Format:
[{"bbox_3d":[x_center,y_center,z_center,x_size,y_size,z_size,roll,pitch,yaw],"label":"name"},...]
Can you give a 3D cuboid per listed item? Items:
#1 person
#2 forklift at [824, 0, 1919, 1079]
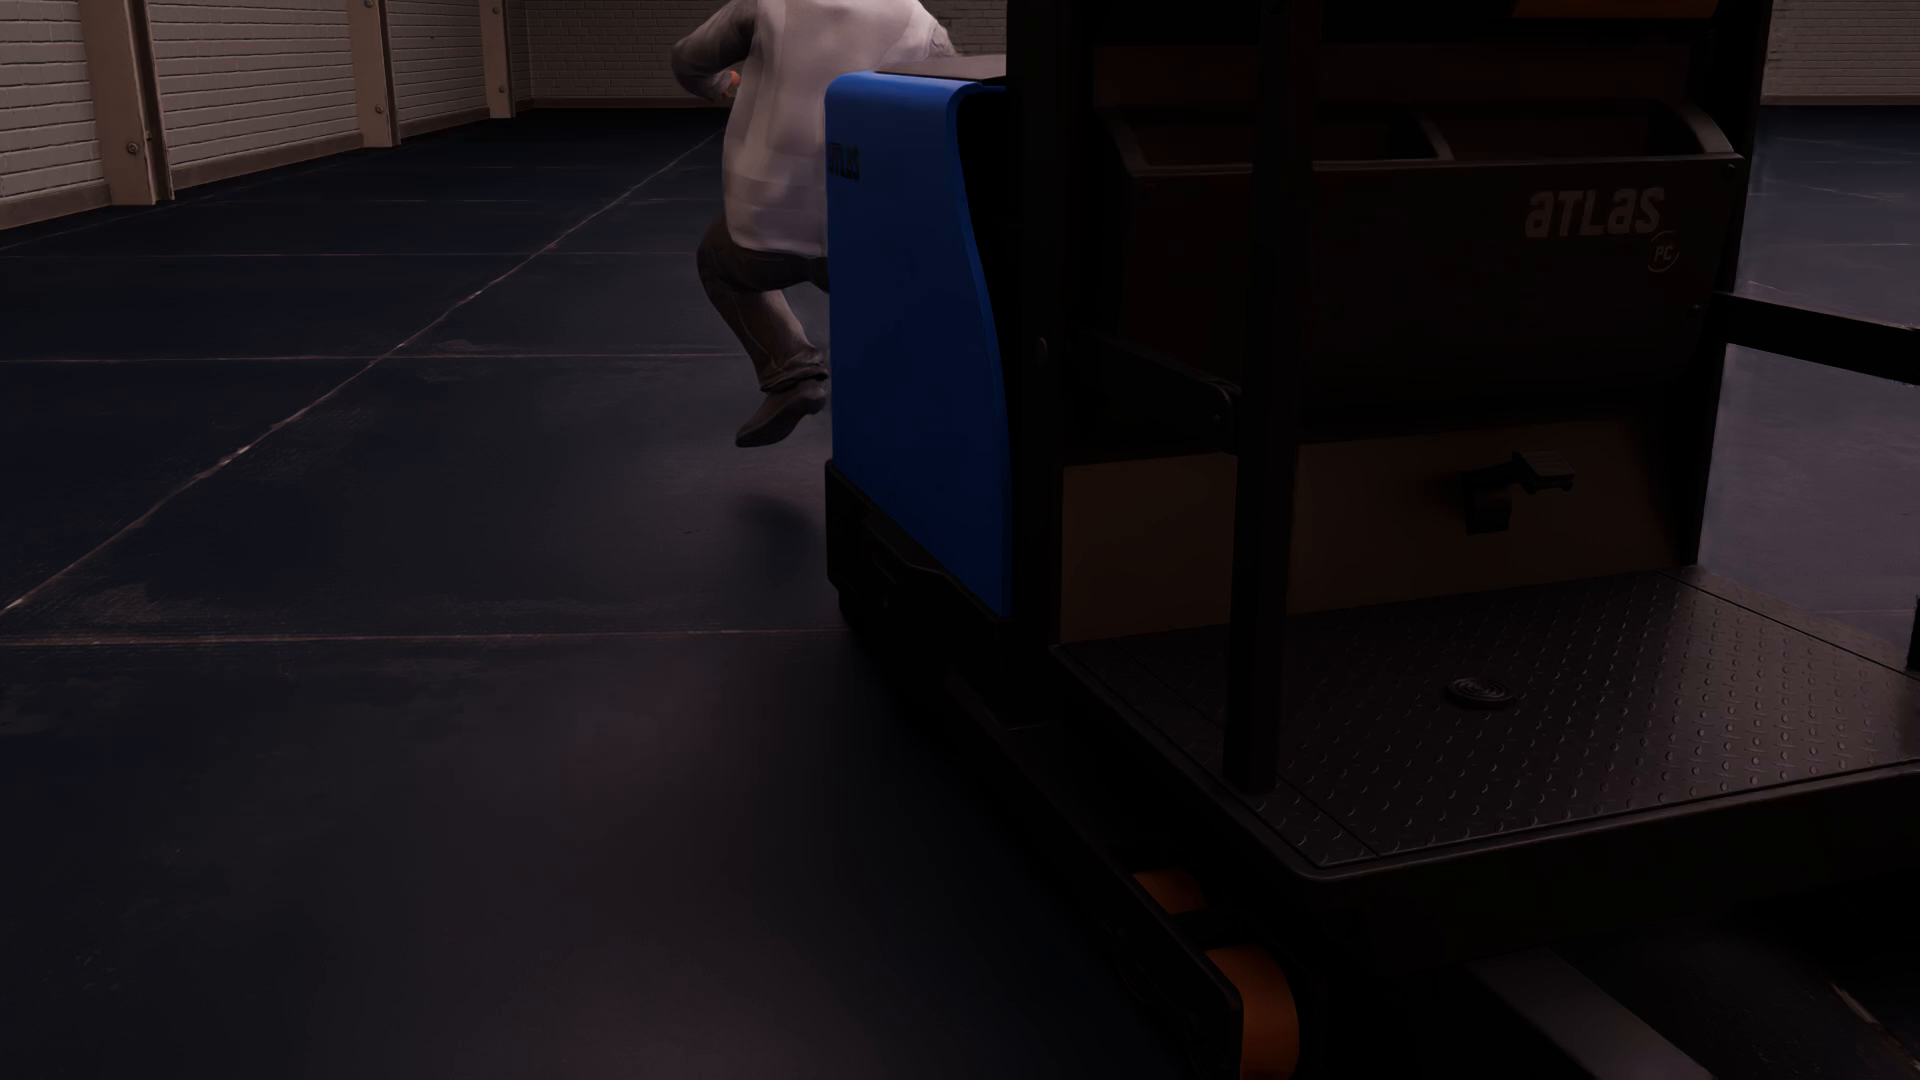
[{"bbox_3d":[-0.265,-0.884,4.190,0.893,1.536,0.804,2,17,6],"label":"person"},{"bbox_3d":[0.693,-0.912,1.888,1.130,2.935,3.031,-6,18,-18],"label":"forklift"}]
